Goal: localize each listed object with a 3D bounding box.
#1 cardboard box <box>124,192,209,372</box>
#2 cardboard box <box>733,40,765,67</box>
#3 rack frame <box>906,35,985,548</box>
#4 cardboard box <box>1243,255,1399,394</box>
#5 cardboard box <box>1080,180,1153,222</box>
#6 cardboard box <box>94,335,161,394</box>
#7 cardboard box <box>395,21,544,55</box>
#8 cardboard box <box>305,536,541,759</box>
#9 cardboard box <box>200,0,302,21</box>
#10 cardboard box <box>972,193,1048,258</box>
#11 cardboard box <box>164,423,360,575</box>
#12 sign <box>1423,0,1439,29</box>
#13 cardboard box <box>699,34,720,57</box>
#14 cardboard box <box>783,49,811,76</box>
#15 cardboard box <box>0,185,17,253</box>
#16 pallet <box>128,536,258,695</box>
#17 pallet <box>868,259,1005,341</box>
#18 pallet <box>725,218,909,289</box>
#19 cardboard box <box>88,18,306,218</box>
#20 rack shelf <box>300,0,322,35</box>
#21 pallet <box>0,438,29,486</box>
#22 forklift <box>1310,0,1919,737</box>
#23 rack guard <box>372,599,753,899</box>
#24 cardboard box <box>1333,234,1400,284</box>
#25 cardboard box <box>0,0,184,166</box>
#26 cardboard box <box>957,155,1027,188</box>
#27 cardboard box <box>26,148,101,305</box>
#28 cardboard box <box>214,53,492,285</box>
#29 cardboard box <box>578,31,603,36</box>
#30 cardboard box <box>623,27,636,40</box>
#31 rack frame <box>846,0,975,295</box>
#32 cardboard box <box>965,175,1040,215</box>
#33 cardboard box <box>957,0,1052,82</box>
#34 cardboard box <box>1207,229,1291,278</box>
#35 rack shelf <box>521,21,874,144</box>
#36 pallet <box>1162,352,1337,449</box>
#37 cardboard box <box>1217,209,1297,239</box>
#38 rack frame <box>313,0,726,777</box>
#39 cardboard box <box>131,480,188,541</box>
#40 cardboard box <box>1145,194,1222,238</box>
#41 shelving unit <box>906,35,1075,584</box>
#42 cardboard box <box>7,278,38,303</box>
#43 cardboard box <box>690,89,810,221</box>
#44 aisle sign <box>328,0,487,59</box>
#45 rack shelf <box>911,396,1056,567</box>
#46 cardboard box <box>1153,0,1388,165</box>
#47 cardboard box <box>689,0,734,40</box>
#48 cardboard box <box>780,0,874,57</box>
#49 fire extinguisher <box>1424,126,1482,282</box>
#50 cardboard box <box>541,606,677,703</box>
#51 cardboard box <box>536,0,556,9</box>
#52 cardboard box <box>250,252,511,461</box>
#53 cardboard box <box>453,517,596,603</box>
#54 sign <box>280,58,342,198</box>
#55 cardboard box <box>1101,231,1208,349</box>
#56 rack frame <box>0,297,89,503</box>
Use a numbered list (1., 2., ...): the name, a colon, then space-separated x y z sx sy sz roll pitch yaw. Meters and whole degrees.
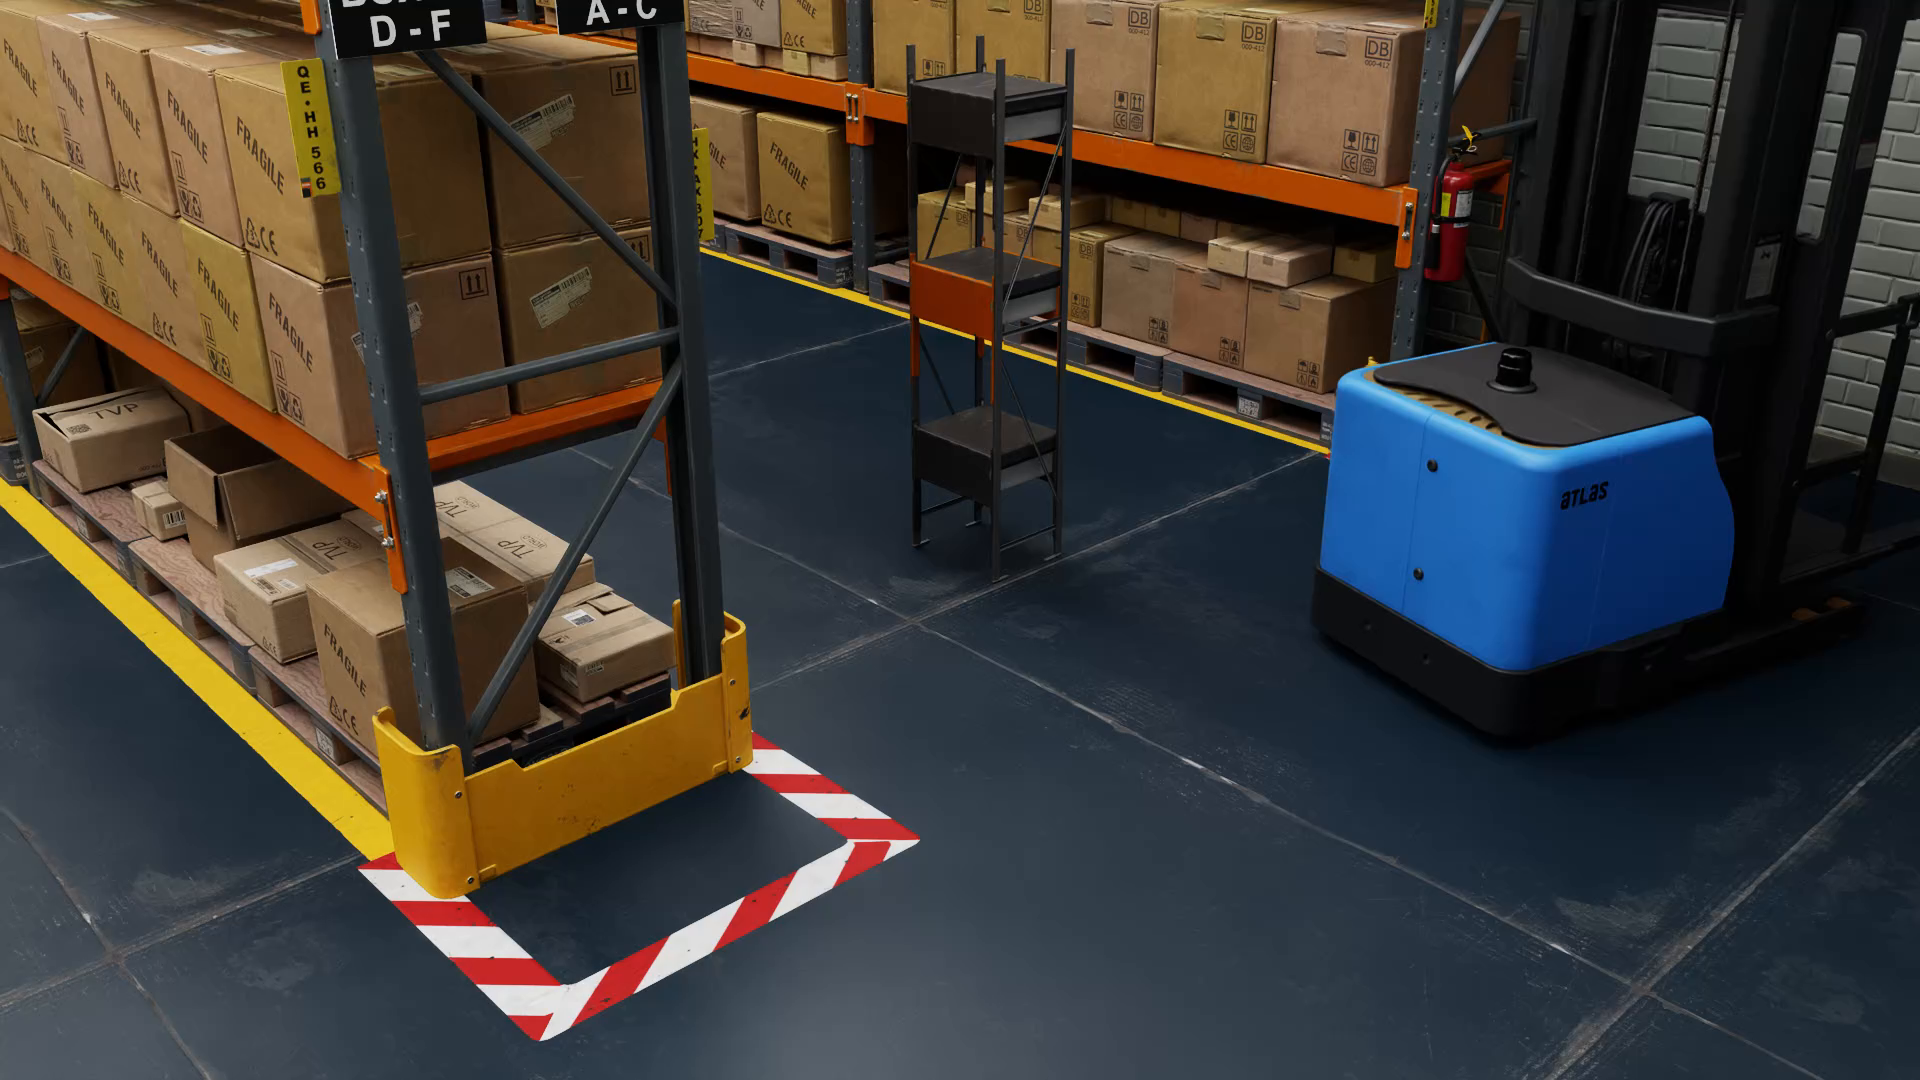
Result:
1. cardboard box: -2.363 -0.898 5.484 0.500 0.500 0.500 -21 32 -38
2. cardboard box: -1.280 -3.245 11.027 0.380 0.149 0.250 -21 32 -38
3. rack frame: -0.054 -0.979 6.866 0.400 2.100 0.015 -21 32 -38
4. cardboard box: 1.898 -1.129 8.616 0.700 0.500 0.500 -21 32 -38
5. cardboard box: 0.912 -1.981 9.703 0.380 0.149 0.250 -21 32 -38
6. cardboard box: -4.051 -0.975 8.256 0.500 0.500 0.500 22 33 39
7. cardboard box: -1.638 -1.351 5.272 0.500 0.500 0.500 -21 32 -38
8. cardboard box: -1.716 0.357 5.335 0.500 0.500 0.500 -21 32 -38
9. cardboard box: -2.324 -1.657 5.944 0.500 0.500 0.500 -22 32 -39
10. cardboard box: 0.493 -1.748 9.974 0.700 0.500 0.500 -22 32 -39
11. cardboard box: -2.610 -0.194 6.538 0.797 0.503 0.637 -21 32 -38
12. sign: 2.044 -2.376 7.164 0.100 0.325 0.005 -21 32 -38
13. cardboard box: -1.559 -3.418 11.406 0.380 0.149 0.250 -22 33 -40
14. cardboard box: -0.912 -3.090 10.688 0.380 0.149 0.250 -21 32 -38
15. cardboard box: -3.749 -1.511 6.827 0.500 0.500 0.500 -20 31 -37
16. pallet: -2.591 0.150 6.667 1.003 0.211 1.213 -21 32 -38
17. pallet: 0.178 -1.582 10.464 1.003 0.211 1.213 -21 32 -38
18. pallet: -0.867 -2.047 11.483 1.003 0.211 1.213 -21 32 -38
19. cardboard box: -2.373 -1.351 5.272 0.500 0.500 0.500 -20 31 -37
20. rack shelf: -2.531 -2.128 5.554 1.077 0.370 4.000 -21 32 -38
21. pallet: -4.482 -0.664 8.451 1.003 0.211 1.213 -21 32 -38
22. forklift: 2.887 -1.084 6.095 3.031 2.935 1.130 -13 28 -26
23. rack guard: -1.216 0.629 5.268 1.175 0.500 0.348 -21 32 -38
24. cardboard box: 2.129 -1.443 8.523 0.380 0.149 0.250 -21 32 -38
25. cardboard box: -3.077 -1.663 5.955 0.500 0.500 0.500 -22 33 -40
26. cardboard box: 0.197 -2.297 10.395 0.380 0.149 0.250 -21 32 -39
27. cardboard box: -3.056 -1.204 6.155 0.500 0.500 0.500 -21 32 -39
28. cardboard box: -1.669 -1.042 4.595 0.500 0.500 0.500 -22 32 -39
29. cardboard box: -2.677 -3.861 12.378 0.380 0.149 0.250 -20 31 -37
30. cardboard box: -2.231 -3.744 12.121 0.380 0.149 0.250 -20 31 -37
31. rack frame: -0.285 -3.103 10.438 1.000 3.000 0.127 -21 32 -38
32. cardboard box: 0.252 -2.041 9.834 0.380 0.149 0.250 -20 31 -37
33. cardboard box: 0.569 -2.848 9.518 0.980 0.700 0.700 -22 33 -40
34. cardboard box: 1.502 -1.488 8.623 0.380 0.149 0.250 -20 31 -37
35. rack shelf: -1.652 -3.382 11.916 1.077 0.370 4.000 -21 32 -38
36. pallet: 1.846 -0.843 8.843 1.003 0.211 1.213 -21 32 -38
37. cardboard box: 1.612 -1.672 9.025 0.380 0.149 0.250 -21 32 -38
38. rack frame: -1.164 -0.485 4.699 1.000 3.000 0.127 -21 32 -38
39. cardboard box: -3.171 -0.160 6.871 0.380 0.166 0.250 -21 32 -38
40. cardboard box: 1.261 -1.826 9.364 0.380 0.149 0.250 -21 32 -38
41. shelving unit: 0.113 -0.905 6.704 0.431 2.100 0.503 -21 32 -38
42. cardboard box: -4.776 -0.980 8.266 0.500 0.500 0.500 -21 32 -38
43. cardboard box: -1.434 -2.745 11.737 0.750 0.750 0.750 -20 31 -37
44. aisle sign: -1.341 -1.560 3.924 0.394 0.787 0.004 -21 32 -38
45. rack shelf: 0.113 -0.256 7.000 0.431 0.518 0.480 -21 32 -38
46. cardboard box: 1.588 -2.397 8.528 0.980 0.700 0.700 -22 32 -39
47. cardboard box: -1.477 -3.668 11.173 0.500 0.500 0.500 -21 32 -38
48. cardboard box: -0.784 -3.362 10.502 0.500 0.500 0.500 -22 32 -39
49. fire extinguisher: 2.215 -1.510 7.488 0.296 0.674 0.183 -21 32 -38
50. cardboard box: -1.199 0.388 5.691 0.380 0.149 0.250 -21 32 -38
51. cardboard box: -2.873 -4.285 12.526 0.500 0.500 0.500 -20 31 -37
52. cardboard box: -1.669 -0.589 4.807 0.500 0.500 0.500 -20 31 -37
53. cardboard box: -1.670 0.169 6.048 0.500 0.250 0.500 -21 32 -38
54. sign: -1.583 -1.004 4.061 0.100 0.325 0.005 -21 32 -38
55. cardboard box: 1.212 -1.433 9.282 0.500 0.500 0.700 23 33 40
56. rack frame: -3.898 -1.697 7.356 1.000 3.000 0.127 -21 32 -38
